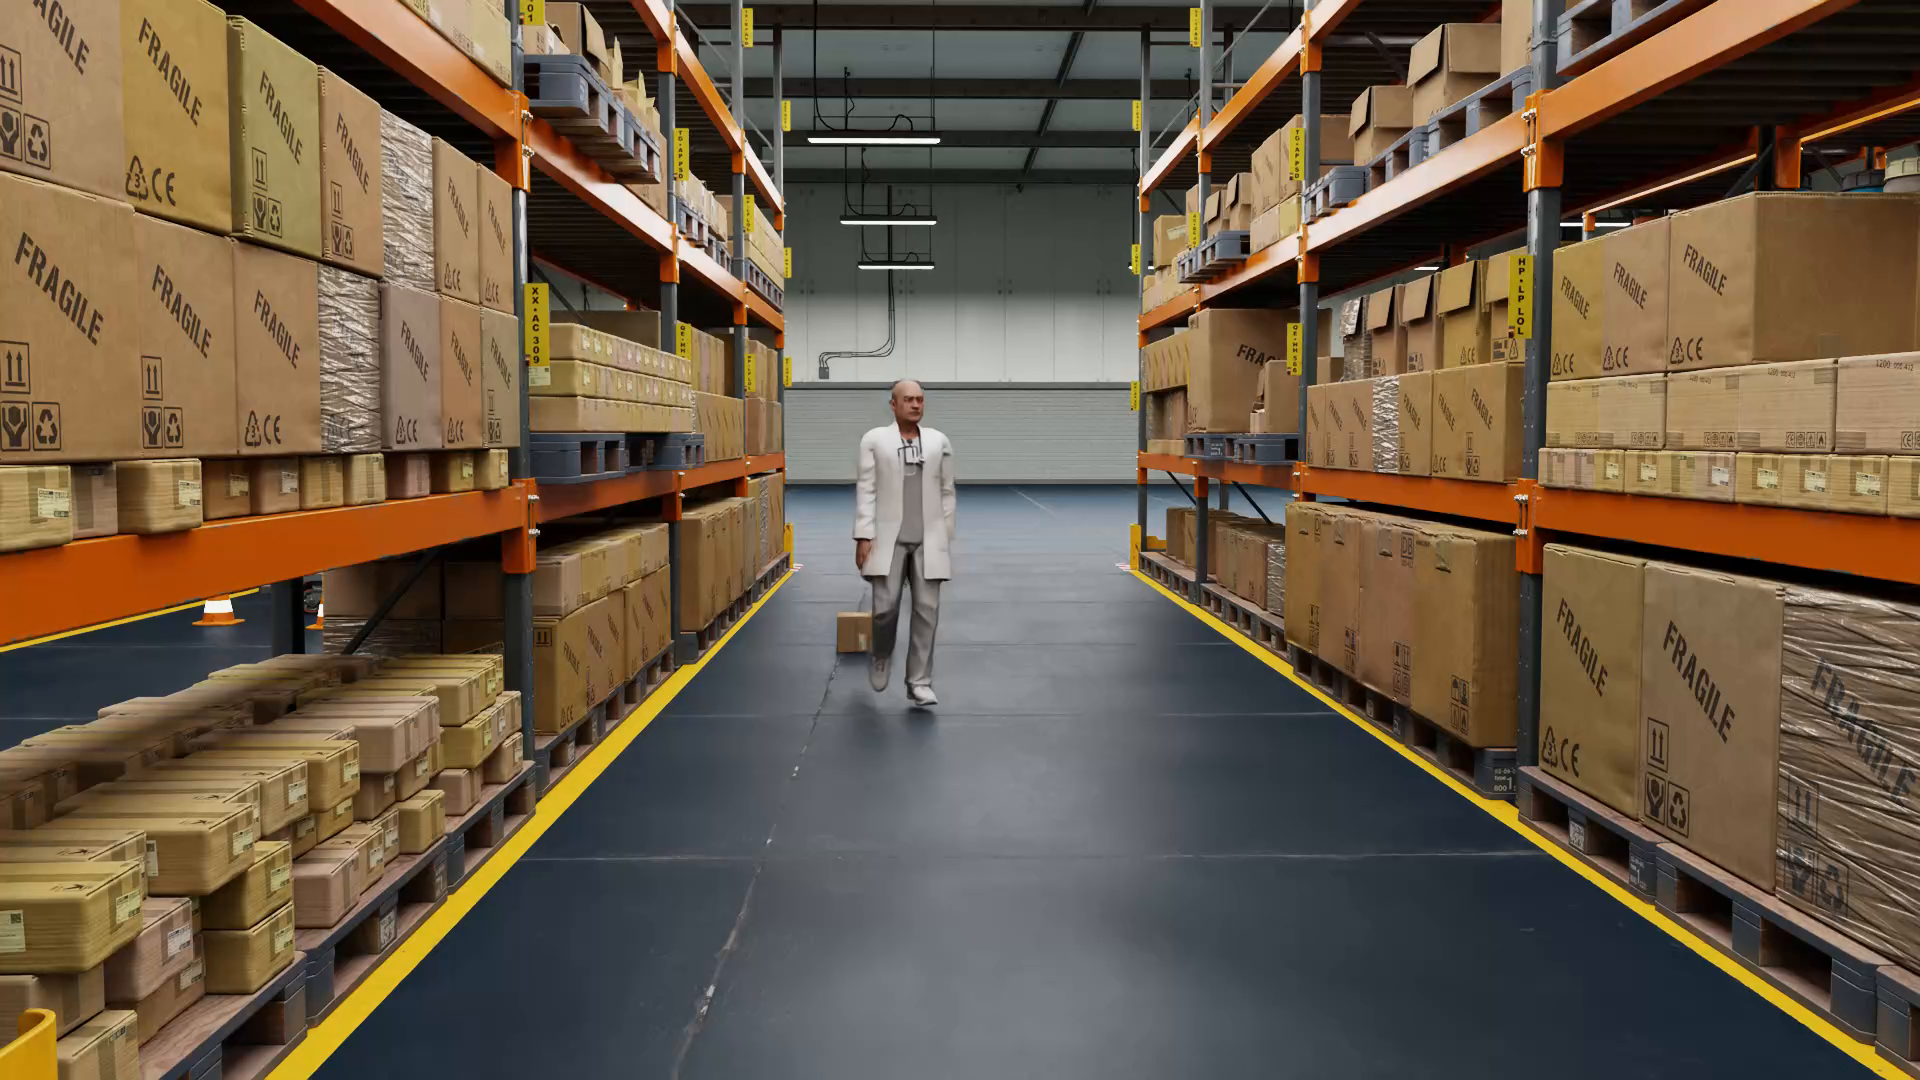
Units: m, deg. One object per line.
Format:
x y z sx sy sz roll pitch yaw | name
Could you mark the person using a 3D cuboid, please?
-0.305 0.005 9.174 0.600 1.769 0.631 -1 4 -14 | person
